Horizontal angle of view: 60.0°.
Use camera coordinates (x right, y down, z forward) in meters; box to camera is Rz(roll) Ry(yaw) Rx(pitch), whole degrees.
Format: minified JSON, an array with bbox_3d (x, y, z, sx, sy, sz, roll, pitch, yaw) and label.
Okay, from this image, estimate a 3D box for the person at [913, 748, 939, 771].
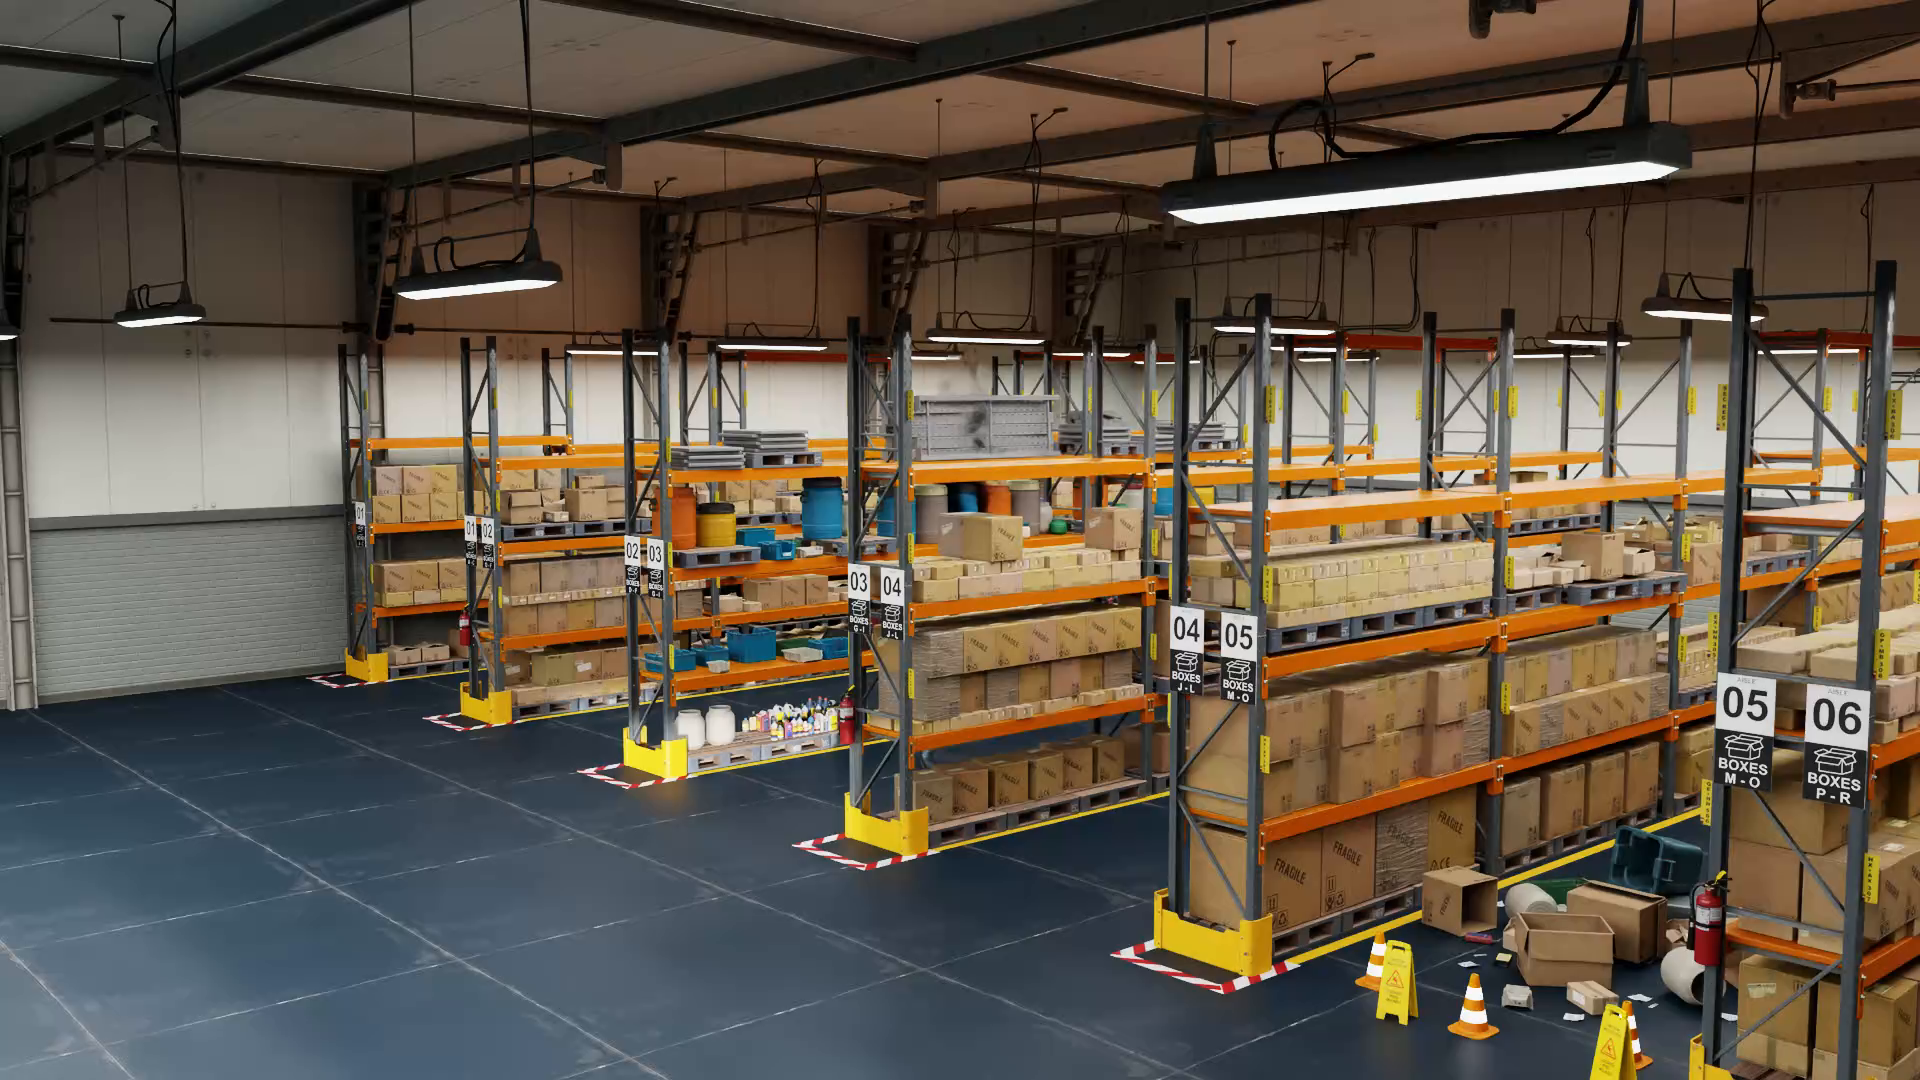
[{"bbox_3d":[-0.491,2.384,21.346,0.679,1.773,0.652,4,7,41],"label":"person"}]
